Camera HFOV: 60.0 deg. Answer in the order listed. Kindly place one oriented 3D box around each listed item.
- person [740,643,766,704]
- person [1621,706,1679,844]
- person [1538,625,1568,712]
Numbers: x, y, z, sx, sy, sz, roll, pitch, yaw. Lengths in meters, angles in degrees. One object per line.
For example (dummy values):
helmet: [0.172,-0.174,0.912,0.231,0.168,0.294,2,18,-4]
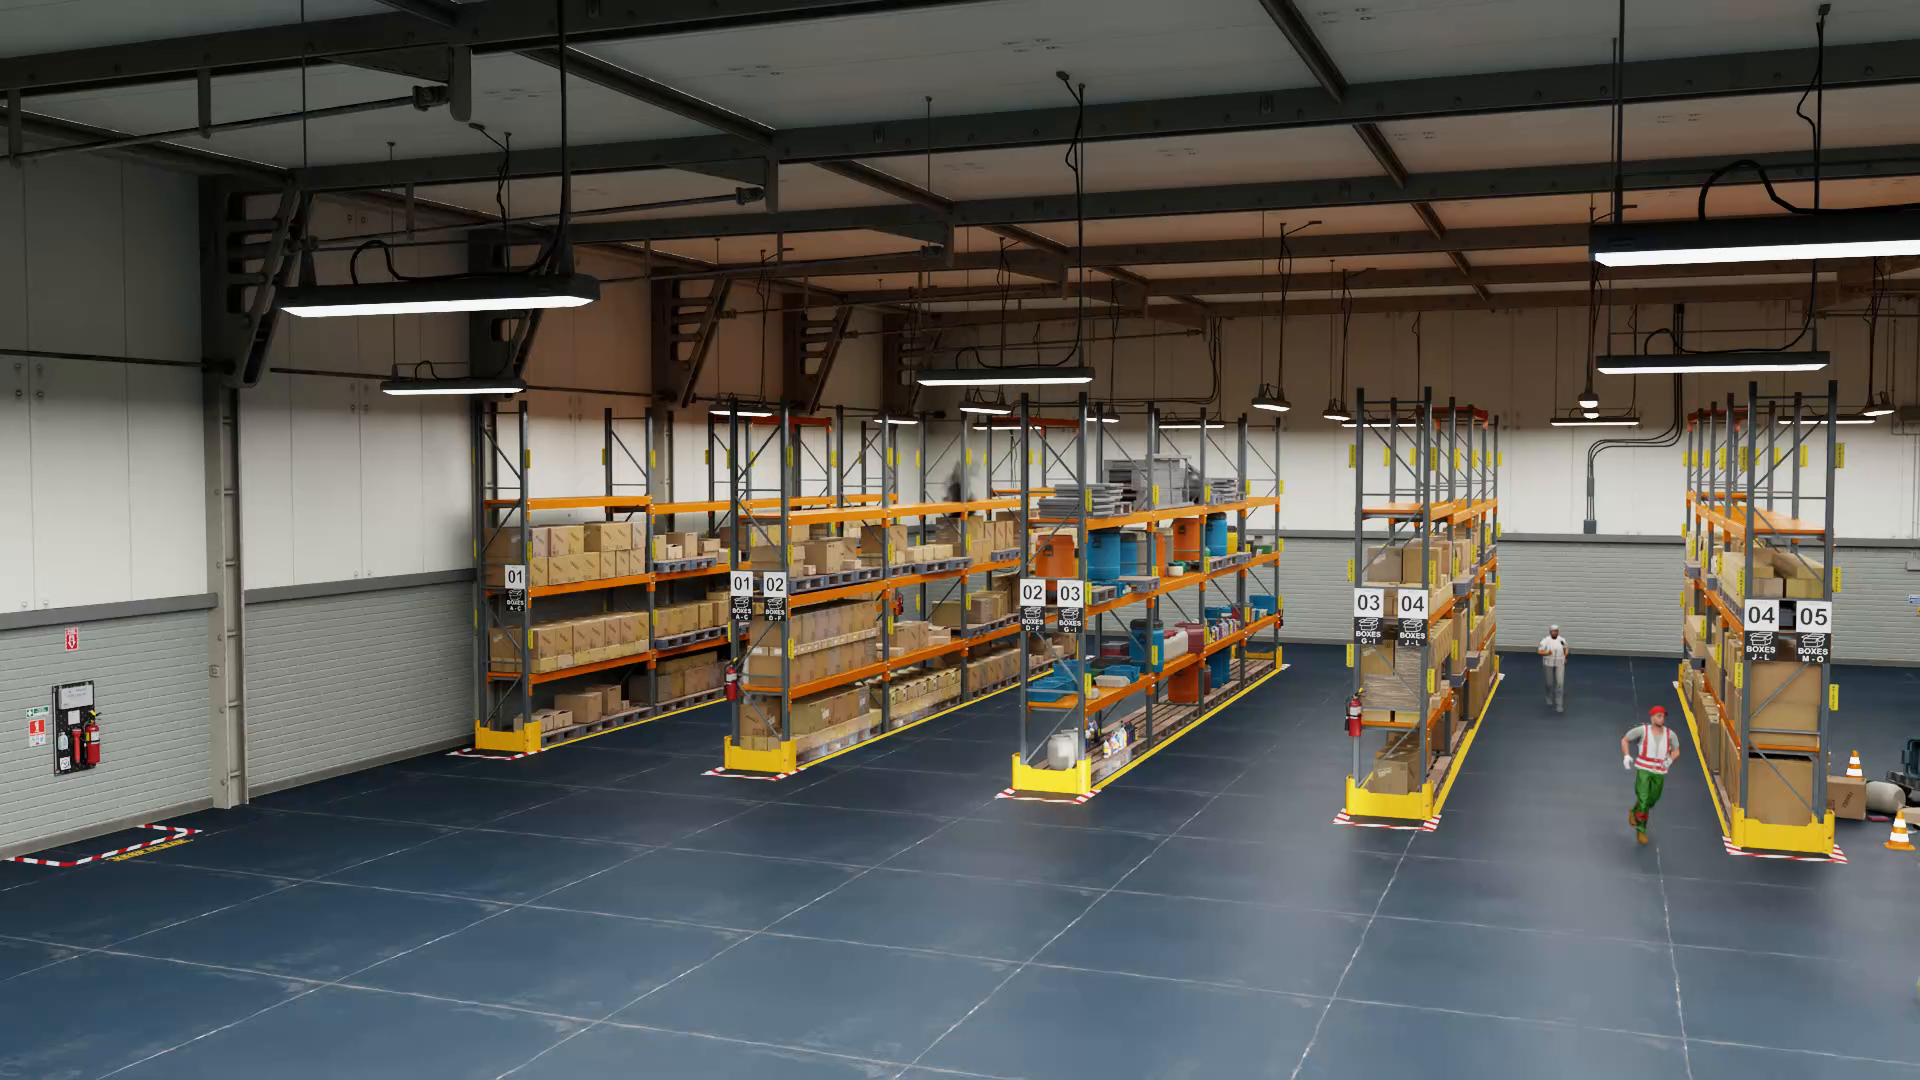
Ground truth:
person: [-3.696,2.635,29.951,0.656,1.758,0.970,1,3,18]
person: [9.124,3.063,21.942,0.723,1.764,0.847,0,3,5]
person: [11.853,2.536,33.206,0.598,1.688,0.876,1,3,13]
